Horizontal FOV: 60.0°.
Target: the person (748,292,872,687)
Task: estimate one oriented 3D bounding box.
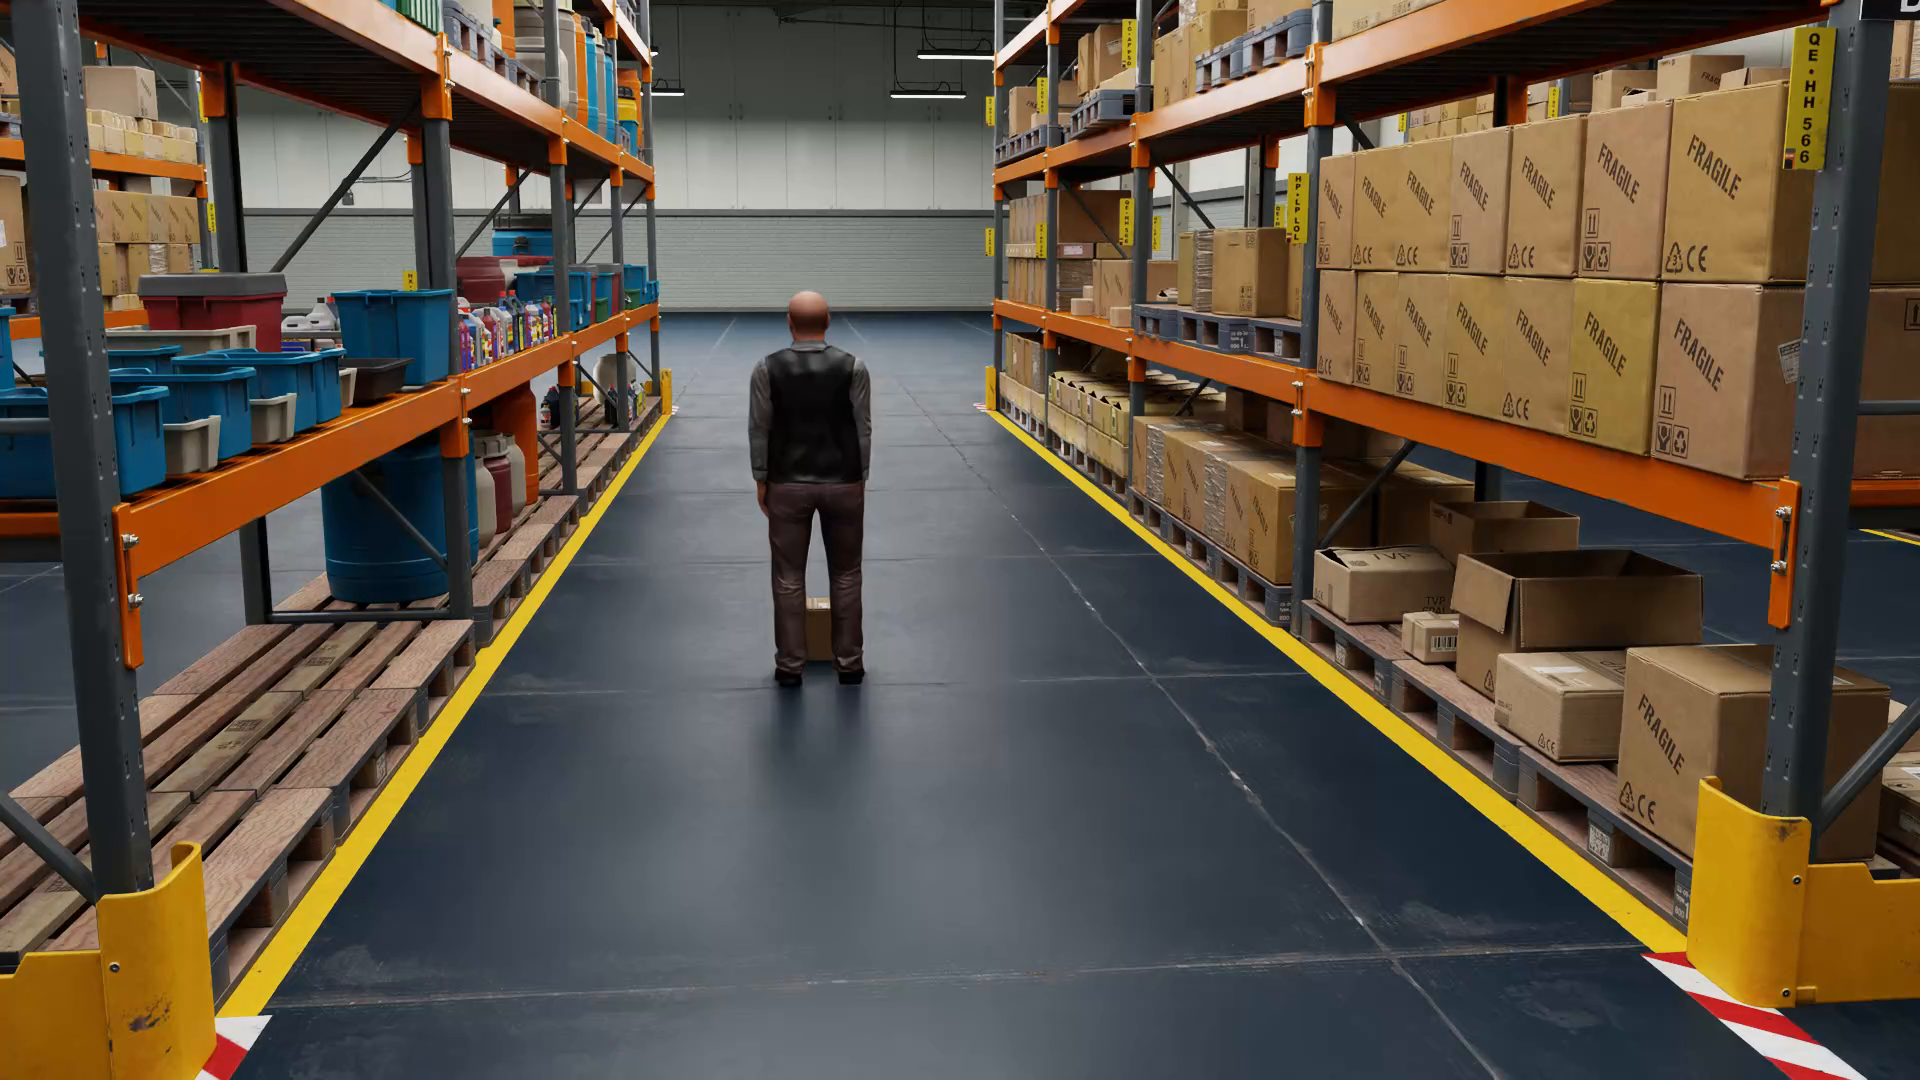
[{"bbox_3d":[-0.652,-0.217,7.262,0.534,1.717,0.356,-1,10,-5],"label":"person"}]
